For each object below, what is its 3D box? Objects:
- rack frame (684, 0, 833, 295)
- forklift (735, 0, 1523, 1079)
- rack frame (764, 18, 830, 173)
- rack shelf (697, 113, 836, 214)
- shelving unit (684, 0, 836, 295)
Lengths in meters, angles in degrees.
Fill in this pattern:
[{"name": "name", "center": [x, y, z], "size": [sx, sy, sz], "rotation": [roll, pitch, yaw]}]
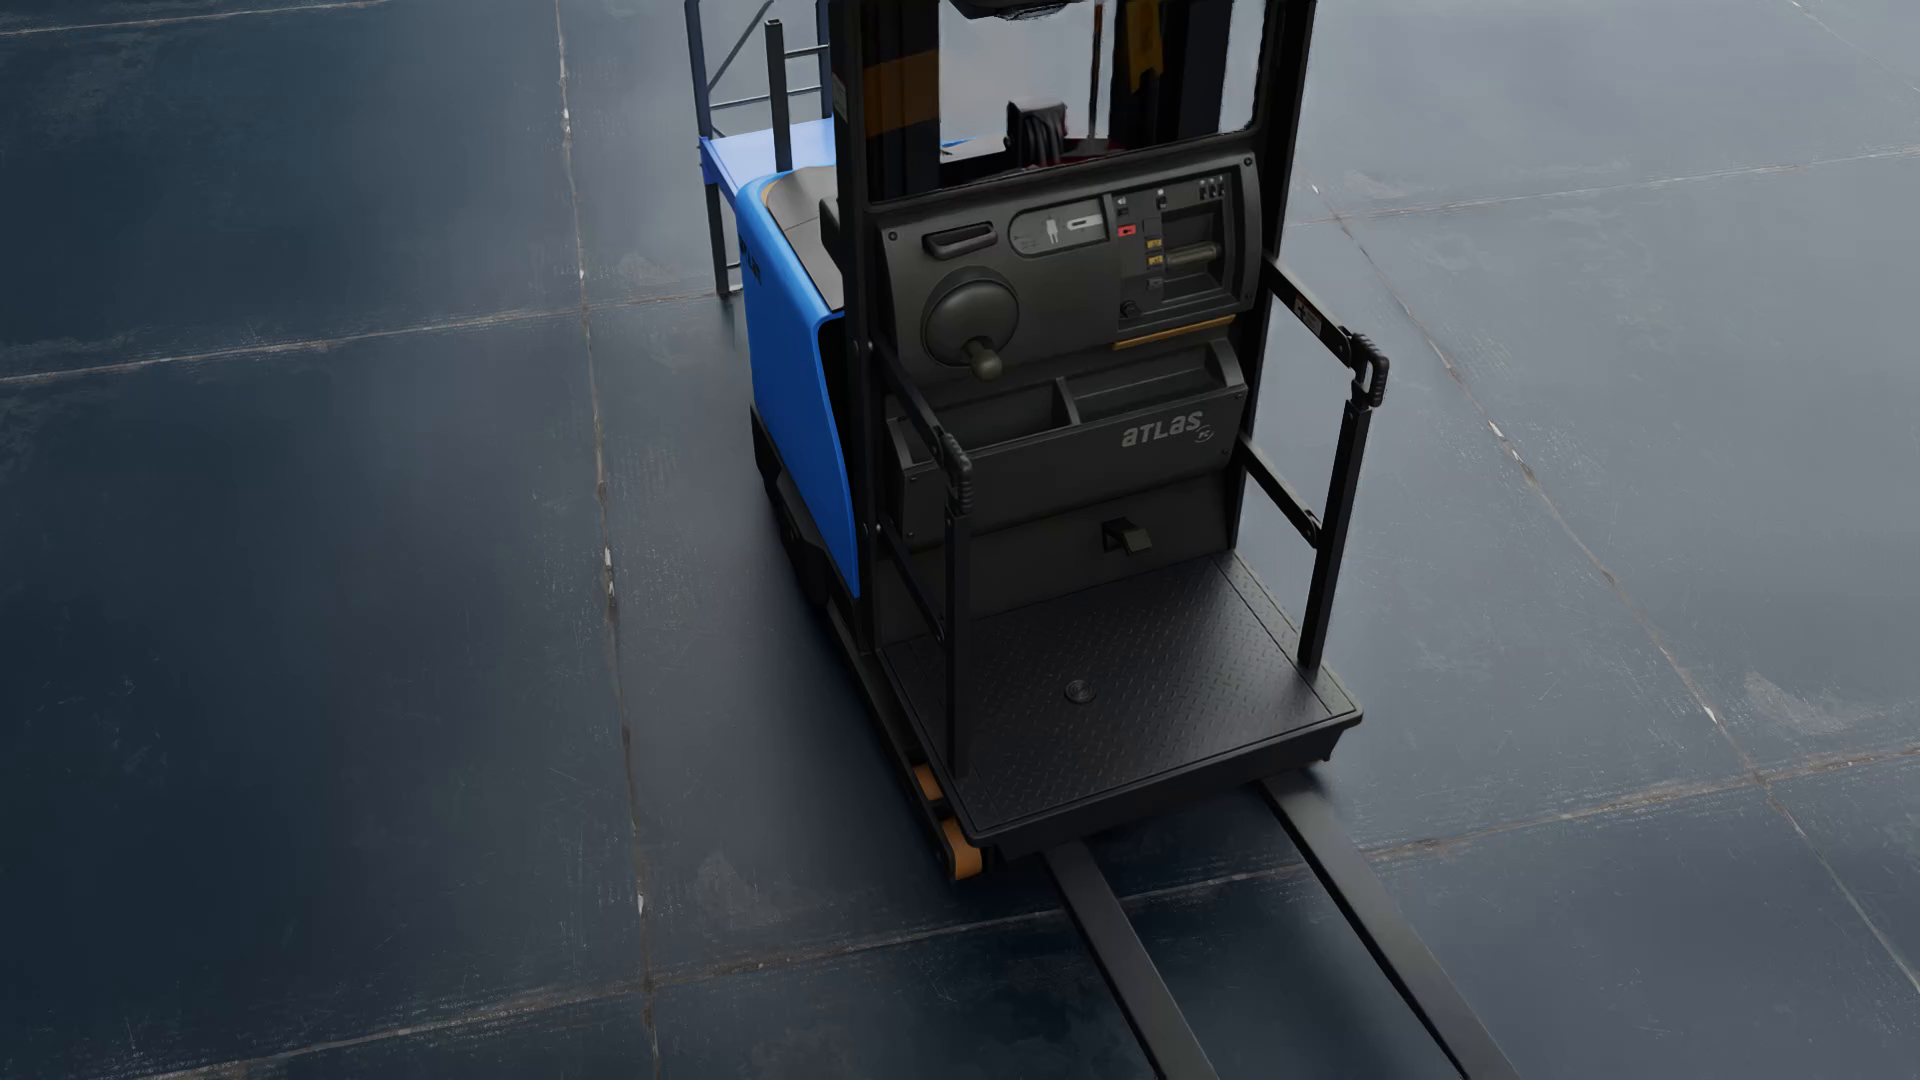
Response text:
[{"name": "rack frame", "center": [-0.686, -1.559, 5.877], "size": [0.500, 1.500, 0.032], "rotation": [-15, 44, -16]}, {"name": "forklift", "center": [0.352, -0.548, 3.660], "size": [1.130, 2.935, 3.031], "rotation": [-15, 44, -16]}, {"name": "rack frame", "center": [-0.306, -0.933, 5.171], "size": [0.500, 1.500, 0.032], "rotation": [-15, 44, -16]}, {"name": "rack shelf", "center": [-0.496, -1.112, 5.643], "size": [0.538, 0.185, 1.000], "rotation": [-15, 44, -16]}, {"name": "shelving unit", "center": [-0.496, -1.246, 5.524], "size": [0.538, 1.500, 1.048], "rotation": [-15, 44, -16]}]
